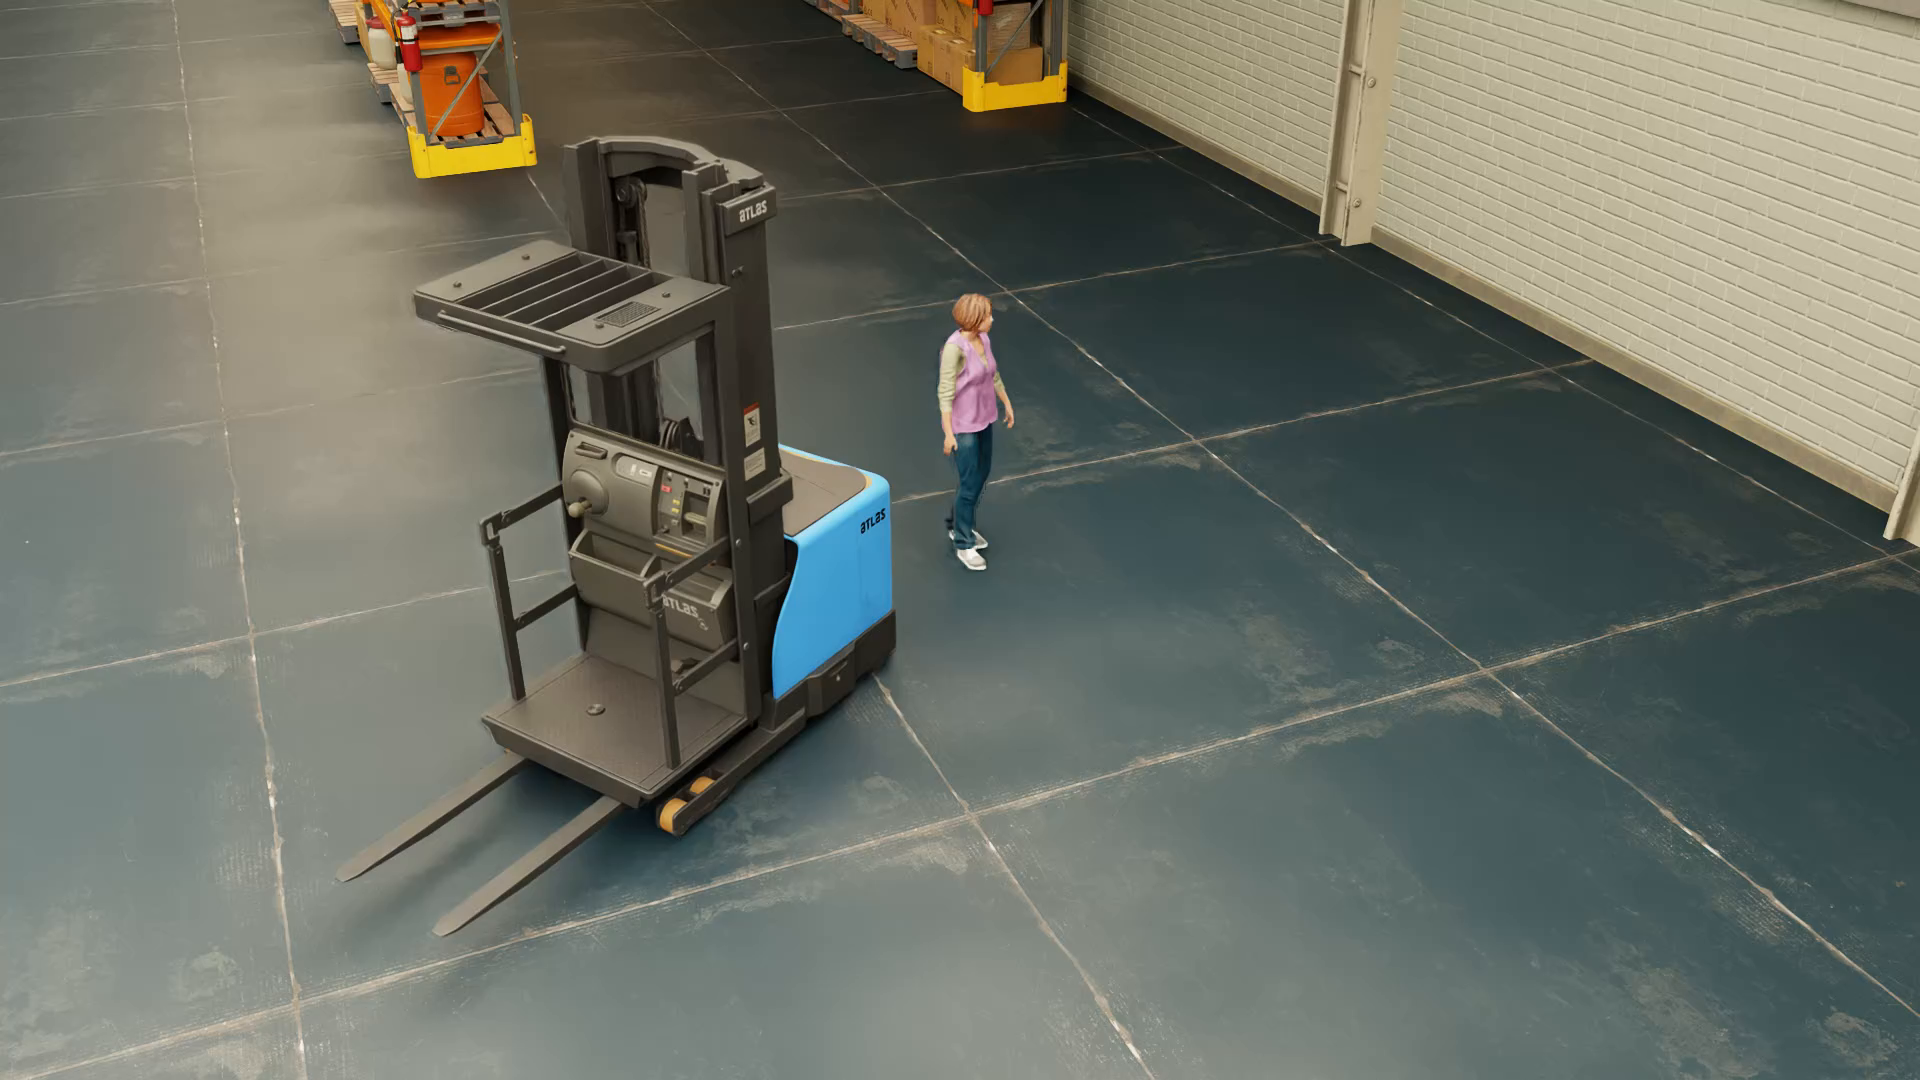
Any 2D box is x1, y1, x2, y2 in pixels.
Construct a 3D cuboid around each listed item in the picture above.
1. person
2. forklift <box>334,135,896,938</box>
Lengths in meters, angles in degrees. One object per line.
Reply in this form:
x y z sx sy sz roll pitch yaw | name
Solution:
0.093 -0.660 9.631 0.405 1.587 0.573 15 33 24 | person
-1.569 -0.177 7.430 1.130 2.935 3.031 18 34 28 | forklift
